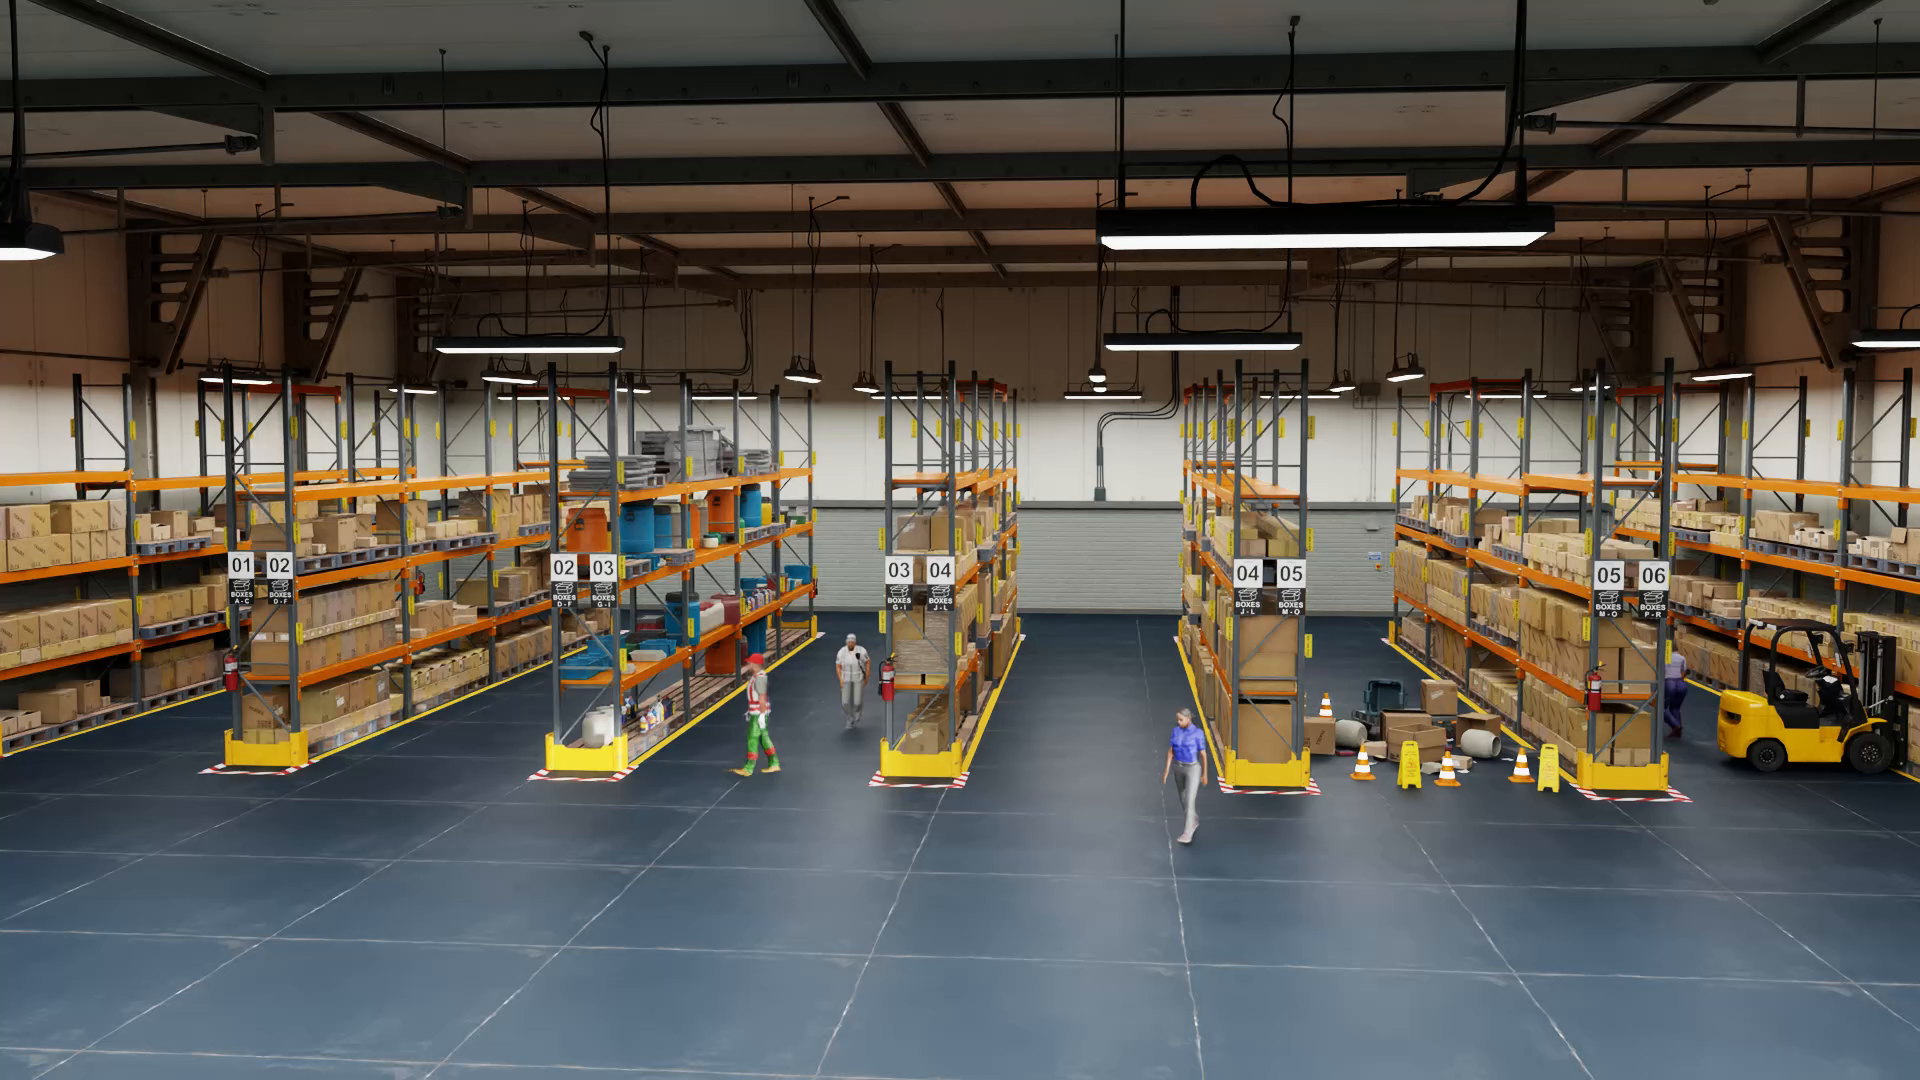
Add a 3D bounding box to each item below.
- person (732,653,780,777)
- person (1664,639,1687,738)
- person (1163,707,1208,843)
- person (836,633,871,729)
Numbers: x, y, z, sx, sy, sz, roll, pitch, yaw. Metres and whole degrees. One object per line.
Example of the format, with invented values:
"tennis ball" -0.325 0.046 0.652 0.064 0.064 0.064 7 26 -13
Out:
"person" -2.973 2.539 24.188 0.707 1.788 0.596 -1 4 -11
"person" 11.618 2.438 27.043 0.548 1.587 0.671 -1 4 -11
"person" 2.772 2.849 20.420 0.487 1.595 0.895 3 5 39
"person" -1.800 2.367 28.037 0.579 1.621 0.611 0 4 6
